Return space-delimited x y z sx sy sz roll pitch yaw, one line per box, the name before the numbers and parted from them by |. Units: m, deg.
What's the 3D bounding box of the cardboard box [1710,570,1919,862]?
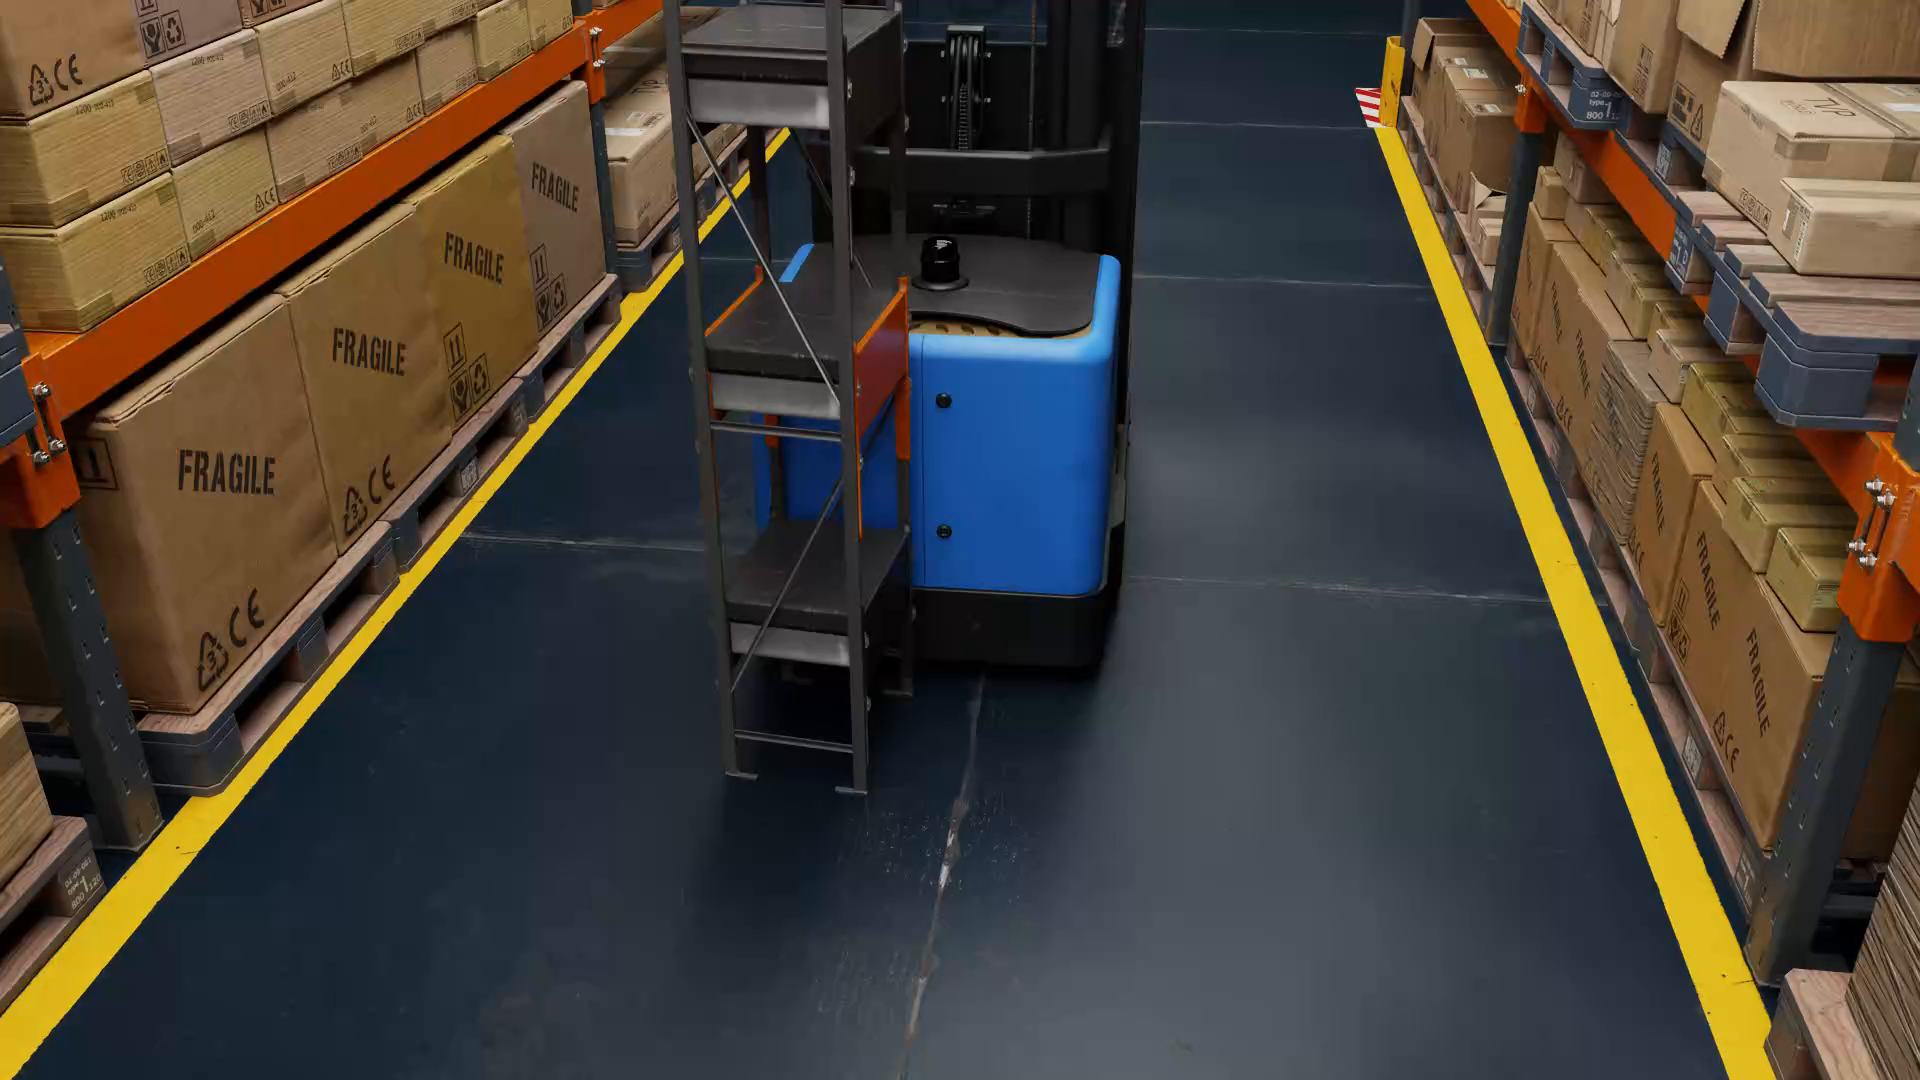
cardboard box | 2.178 0.418 4.004 0.500 0.500 0.500 4 29 8

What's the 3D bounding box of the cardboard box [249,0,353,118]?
cardboard box | -2.142 -1.428 4.868 0.500 0.250 0.500 3 28 6

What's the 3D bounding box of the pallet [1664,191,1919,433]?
pallet | 2.353 -0.524 3.763 1.213 0.211 1.003 3 28 6

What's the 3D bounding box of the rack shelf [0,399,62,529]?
rack shelf | -2.832 0.686 2.073 1.077 0.370 4.000 3 28 6

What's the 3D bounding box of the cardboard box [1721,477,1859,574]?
cardboard box | 2.152 -0.033 4.158 0.380 0.149 0.250 2 28 4

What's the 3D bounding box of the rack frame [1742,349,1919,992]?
rack frame | 2.340 -0.286 3.118 1.000 3.000 0.127 3 28 6

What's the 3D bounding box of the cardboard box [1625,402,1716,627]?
cardboard box | 2.311 -0.063 4.897 0.500 0.500 0.500 5 29 8

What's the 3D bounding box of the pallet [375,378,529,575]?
pallet | -2.264 -0.284 6.055 1.003 0.211 1.213 3 28 6

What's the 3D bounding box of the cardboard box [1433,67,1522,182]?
cardboard box | 2.844 -2.210 8.883 0.500 0.500 0.500 4 29 7

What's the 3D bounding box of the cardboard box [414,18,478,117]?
cardboard box | -2.046 -1.687 5.878 0.500 0.250 0.500 3 28 5

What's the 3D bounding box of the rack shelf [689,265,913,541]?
rack shelf | -0.389 -0.359 4.231 0.431 0.518 0.480 6 29 12

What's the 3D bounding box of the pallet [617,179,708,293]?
pallet | -1.926 -1.581 8.462 1.003 0.211 1.213 3 28 6

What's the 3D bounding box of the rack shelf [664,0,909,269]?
rack shelf | -0.389 -0.975 3.899 0.431 0.518 0.480 6 29 12

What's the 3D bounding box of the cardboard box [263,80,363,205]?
cardboard box | -2.162 -1.211 4.994 0.500 0.250 0.500 4 29 8

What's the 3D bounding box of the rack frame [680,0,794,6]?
rack frame | -1.607 -4.338 10.640 1.000 3.000 0.127 3 28 6

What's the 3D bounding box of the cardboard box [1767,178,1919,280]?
cardboard box | 2.039 -0.691 3.693 0.380 0.149 0.250 4 29 7

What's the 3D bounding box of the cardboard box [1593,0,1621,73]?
cardboard box | 2.279 -1.663 5.372 0.396 0.266 0.258 5 29 9

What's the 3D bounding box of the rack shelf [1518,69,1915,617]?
rack shelf | 2.585 -0.910 5.036 1.077 0.370 4.000 3 28 6

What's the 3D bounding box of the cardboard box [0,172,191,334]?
cardboard box | -2.277 -0.722 4.086 0.500 0.250 0.500 3 28 5

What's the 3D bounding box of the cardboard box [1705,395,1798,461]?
cardboard box | 2.305 -0.276 4.609 0.380 0.149 0.250 4 29 8

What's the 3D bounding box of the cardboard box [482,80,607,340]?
cardboard box | -2.093 -1.408 6.999 0.875 0.875 0.875 4 29 8

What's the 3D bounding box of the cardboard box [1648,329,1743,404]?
cardboard box | 2.339 -0.525 5.071 0.380 0.149 0.250 2 28 4

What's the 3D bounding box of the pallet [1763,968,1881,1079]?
pallet | 2.200 1.327 3.064 1.003 0.211 1.213 3 28 6

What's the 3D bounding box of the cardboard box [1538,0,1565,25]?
cardboard box | 2.549 -2.183 6.091 0.700 0.500 0.500 4 29 7

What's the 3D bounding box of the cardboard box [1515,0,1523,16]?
cardboard box | 2.629 -2.347 7.208 0.380 0.149 0.250 4 29 8

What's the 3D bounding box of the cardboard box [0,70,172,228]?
cardboard box | -2.280 -0.951 3.983 0.500 0.250 0.500 3 28 6

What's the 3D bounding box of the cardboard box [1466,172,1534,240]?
cardboard box | 2.650 -1.597 7.992 0.396 0.266 0.258 4 29 8

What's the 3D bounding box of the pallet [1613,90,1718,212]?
pallet | 2.573 -1.117 4.863 1.003 0.211 1.213 3 28 6

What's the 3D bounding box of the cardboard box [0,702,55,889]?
cardboard box | -2.666 0.665 3.681 0.950 0.372 0.625 1 28 3

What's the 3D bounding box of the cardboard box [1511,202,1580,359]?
cardboard box | 2.547 -1.038 6.707 0.500 0.500 0.500 5 29 8

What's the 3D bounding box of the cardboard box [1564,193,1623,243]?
cardboard box | 2.565 -1.250 6.417 0.380 0.149 0.250 3 28 5

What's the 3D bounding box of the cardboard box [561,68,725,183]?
cardboard box | -1.804 -2.223 8.972 0.875 0.438 0.875 3 28 5

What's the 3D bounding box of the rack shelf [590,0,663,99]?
rack shelf | -1.852 -3.080 9.063 1.077 0.370 4.000 3 28 6

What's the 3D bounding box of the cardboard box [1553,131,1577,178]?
cardboard box | 2.582 -1.513 6.590 0.380 0.149 0.250 3 28 5

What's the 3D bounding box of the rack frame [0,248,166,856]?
rack frame | -2.587 -0.572 3.650 1.000 3.000 0.127 3 28 6

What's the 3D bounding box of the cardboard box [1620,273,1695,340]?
cardboard box | 2.424 -0.767 5.520 0.380 0.149 0.250 4 29 8

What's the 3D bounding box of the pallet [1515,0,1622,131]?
pallet | 2.624 -1.714 5.972 1.003 0.211 1.213 3 28 6

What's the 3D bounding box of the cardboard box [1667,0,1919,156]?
cardboard box | 2.356 -1.295 4.440 0.797 0.503 0.637 3 28 5

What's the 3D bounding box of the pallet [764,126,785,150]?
pallet | -1.627 -2.730 10.594 1.003 0.211 1.213 3 28 6

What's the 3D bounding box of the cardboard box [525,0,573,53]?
cardboard box | -1.902 -2.163 6.761 0.500 0.250 0.500 3 28 5

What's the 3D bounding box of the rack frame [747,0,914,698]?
rack frame | -0.333 -0.484 4.434 0.400 2.100 0.015 6 29 12

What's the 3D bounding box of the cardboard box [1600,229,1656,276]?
cardboard box | 2.524 -0.999 5.951 0.380 0.149 0.250 3 28 5

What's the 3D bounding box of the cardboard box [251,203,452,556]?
cardboard box | -2.306 -0.562 5.428 0.875 0.875 0.875 4 29 7

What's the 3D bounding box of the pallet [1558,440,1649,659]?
pallet | 2.621 0.020 5.490 1.003 0.211 1.213 3 28 6

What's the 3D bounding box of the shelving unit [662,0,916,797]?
shelving unit | -0.389 -0.371 4.225 0.431 2.100 0.503 6 29 12

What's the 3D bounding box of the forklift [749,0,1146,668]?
forklift | 0.074 -1.587 5.606 1.130 2.935 3.031 3 28 6

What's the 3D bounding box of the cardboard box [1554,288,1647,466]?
cardboard box | 2.426 -0.552 5.806 0.500 0.500 0.500 3 28 5

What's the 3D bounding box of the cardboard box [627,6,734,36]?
cardboard box | -1.588 -3.079 10.560 0.875 0.438 0.875 2 28 4

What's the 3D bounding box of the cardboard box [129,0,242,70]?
cardboard box | -2.233 -1.509 4.228 0.500 0.500 0.500 3 29 6

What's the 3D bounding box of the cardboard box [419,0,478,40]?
cardboard box | -2.021 -1.908 5.760 0.500 0.250 0.500 4 29 7

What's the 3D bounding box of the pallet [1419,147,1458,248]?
pallet | 3.062 -1.840 8.943 1.003 0.211 1.213 3 28 6

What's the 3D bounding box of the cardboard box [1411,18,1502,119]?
cardboard box | 3.151 -2.855 10.076 0.797 0.503 0.637 2 28 4
